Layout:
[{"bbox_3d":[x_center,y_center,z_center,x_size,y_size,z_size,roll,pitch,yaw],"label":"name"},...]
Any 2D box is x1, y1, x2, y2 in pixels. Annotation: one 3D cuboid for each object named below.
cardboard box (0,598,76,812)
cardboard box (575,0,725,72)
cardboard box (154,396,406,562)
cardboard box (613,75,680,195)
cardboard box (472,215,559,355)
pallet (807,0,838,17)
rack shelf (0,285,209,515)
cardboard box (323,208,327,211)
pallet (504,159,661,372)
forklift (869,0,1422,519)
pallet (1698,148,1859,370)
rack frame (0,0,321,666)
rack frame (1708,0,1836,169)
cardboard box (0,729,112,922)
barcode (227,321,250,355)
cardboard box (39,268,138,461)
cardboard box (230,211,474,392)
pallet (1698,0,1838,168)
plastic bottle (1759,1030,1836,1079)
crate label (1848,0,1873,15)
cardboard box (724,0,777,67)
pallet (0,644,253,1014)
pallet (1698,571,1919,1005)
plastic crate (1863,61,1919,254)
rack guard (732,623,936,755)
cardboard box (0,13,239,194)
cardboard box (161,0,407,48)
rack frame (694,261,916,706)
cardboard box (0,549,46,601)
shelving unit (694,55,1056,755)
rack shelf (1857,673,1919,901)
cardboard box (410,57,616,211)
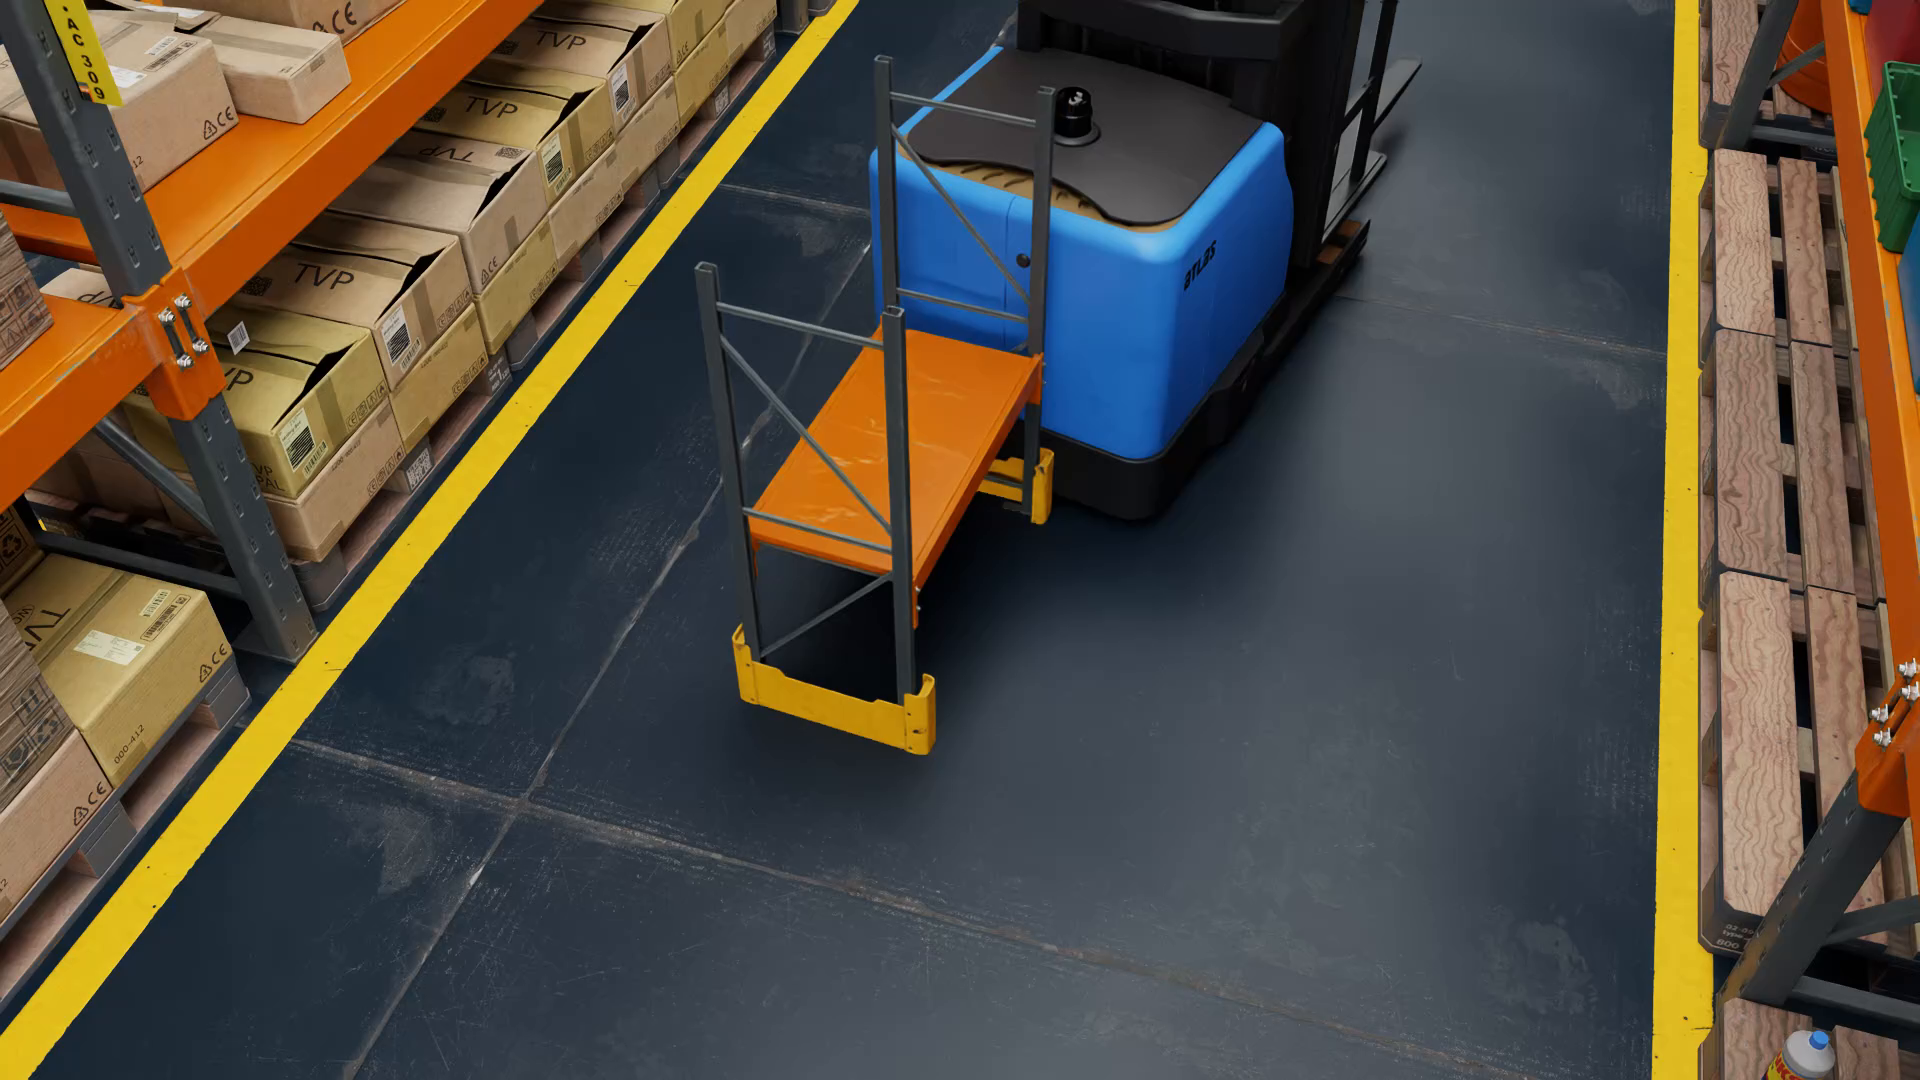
[{"bbox_3d":[-2.496,0.400,3.826,0.500,0.500,0.500,13,46,13],"label":"cardboard box"},{"bbox_3d":[-1.265,-2.136,6.552,0.500,0.311,0.500,12,46,12],"label":"cardboard box"},{"bbox_3d":[-2.043,-0.234,5.010,0.500,0.250,0.500,12,46,12],"label":"cardboard box"},{"bbox_3d":[-1.425,-1.603,6.409,0.500,0.250,0.500,14,46,13],"label":"cardboard box"},{"bbox_3d":[-1.733,-0.921,5.712,0.500,0.250,0.500,11,45,11],"label":"cardboard box"},{"bbox_3d":[-0.928,-3.010,8.175,1.003,0.211,1.213,13,46,13],"label":"pallet"},{"bbox_3d":[-3.007,0.740,2.864,1.077,0.370,4.000,13,46,13],"label":"rack shelf"},{"bbox_3d":[-2.247,-1.229,5.626,0.500,0.311,0.500,12,46,12],"label":"cardboard box"},{"bbox_3d":[-1.848,-1.169,6.294,1.003,0.211,1.213,13,46,13],"label":"pallet"},{"bbox_3d":[0.893,-2.131,5.332,1.130,2.935,3.031,22,49,21],"label":"forklift"},{"bbox_3d":[3.258,-0.960,6.081,1.003,0.211,1.213,13,46,13],"label":"pallet"},{"bbox_3d":[-2.401,-0.851,3.975,1.000,3.000,0.127,13,46,13],"label":"rack frame"},{"bbox_3d":[3.529,-2.465,5.625,1.000,3.000,0.127,13,46,13],"label":"rack frame"},{"bbox_3d":[-2.494,0.669,4.088,0.500,0.250,0.500,13,46,13],"label":"cardboard box"},{"bbox_3d":[-1.927,-0.539,4.443,0.001,0.075,0.075,13,46,13],"label":"barcode"},{"bbox_3d":[-2.552,-0.549,4.931,0.500,0.311,0.500,13,46,13],"label":"cardboard box"},{"bbox_3d":[-1.882,-0.774,5.161,0.500,0.311,0.500,12,46,12],"label":"cardboard box"},{"bbox_3d":[3.729,-2.003,7.146,1.003,0.211,1.213,13,46,13],"label":"pallet"},{"bbox_3d":[1.804,1.138,3.578,0.097,0.271,0.097,0,44,0],"label":"plastic bottle"},{"bbox_3d":[2.971,-1.873,4.994,0.502,0.435,0.616,13,46,13],"label":"crate label"},{"bbox_3d":[-1.117,-2.282,7.103,0.500,0.250,0.500,14,46,13],"label":"cardboard box"},{"bbox_3d":[-2.682,0.667,4.417,1.003,0.211,1.213,13,46,13],"label":"pallet"},{"bbox_3d":[2.519,0.666,4.418,1.003,0.211,1.213,13,46,13],"label":"pallet"},{"bbox_3d":[2.577,-0.944,4.221,0.450,0.188,0.662,13,46,13],"label":"plastic crate"},{"bbox_3d":[-0.350,0.415,4.647,0.587,0.250,0.087,15,46,15],"label":"rack guard"},{"bbox_3d":[-2.294,-1.134,4.372,0.500,0.250,0.500,15,46,15],"label":"cardboard box"},{"bbox_3d":[-1.994,-1.746,4.818,0.500,0.500,0.500,16,47,15],"label":"cardboard box"},{"bbox_3d":[-0.357,-0.019,4.197,0.500,1.500,0.032,15,46,15],"label":"rack frame"},{"bbox_3d":[-2.831,0.227,4.539,0.500,0.250,0.500,13,46,13],"label":"cardboard box"},{"bbox_3d":[-0.170,-0.357,4.542,0.587,1.500,1.083,15,46,15],"label":"shelving unit"},{"bbox_3d":[1.712,1.791,1.789,1.077,0.370,4.000,13,46,13],"label":"rack shelf"},{"bbox_3d":[-1.575,-1.466,5.868,0.500,0.311,0.500,14,46,14],"label":"cardboard box"}]
